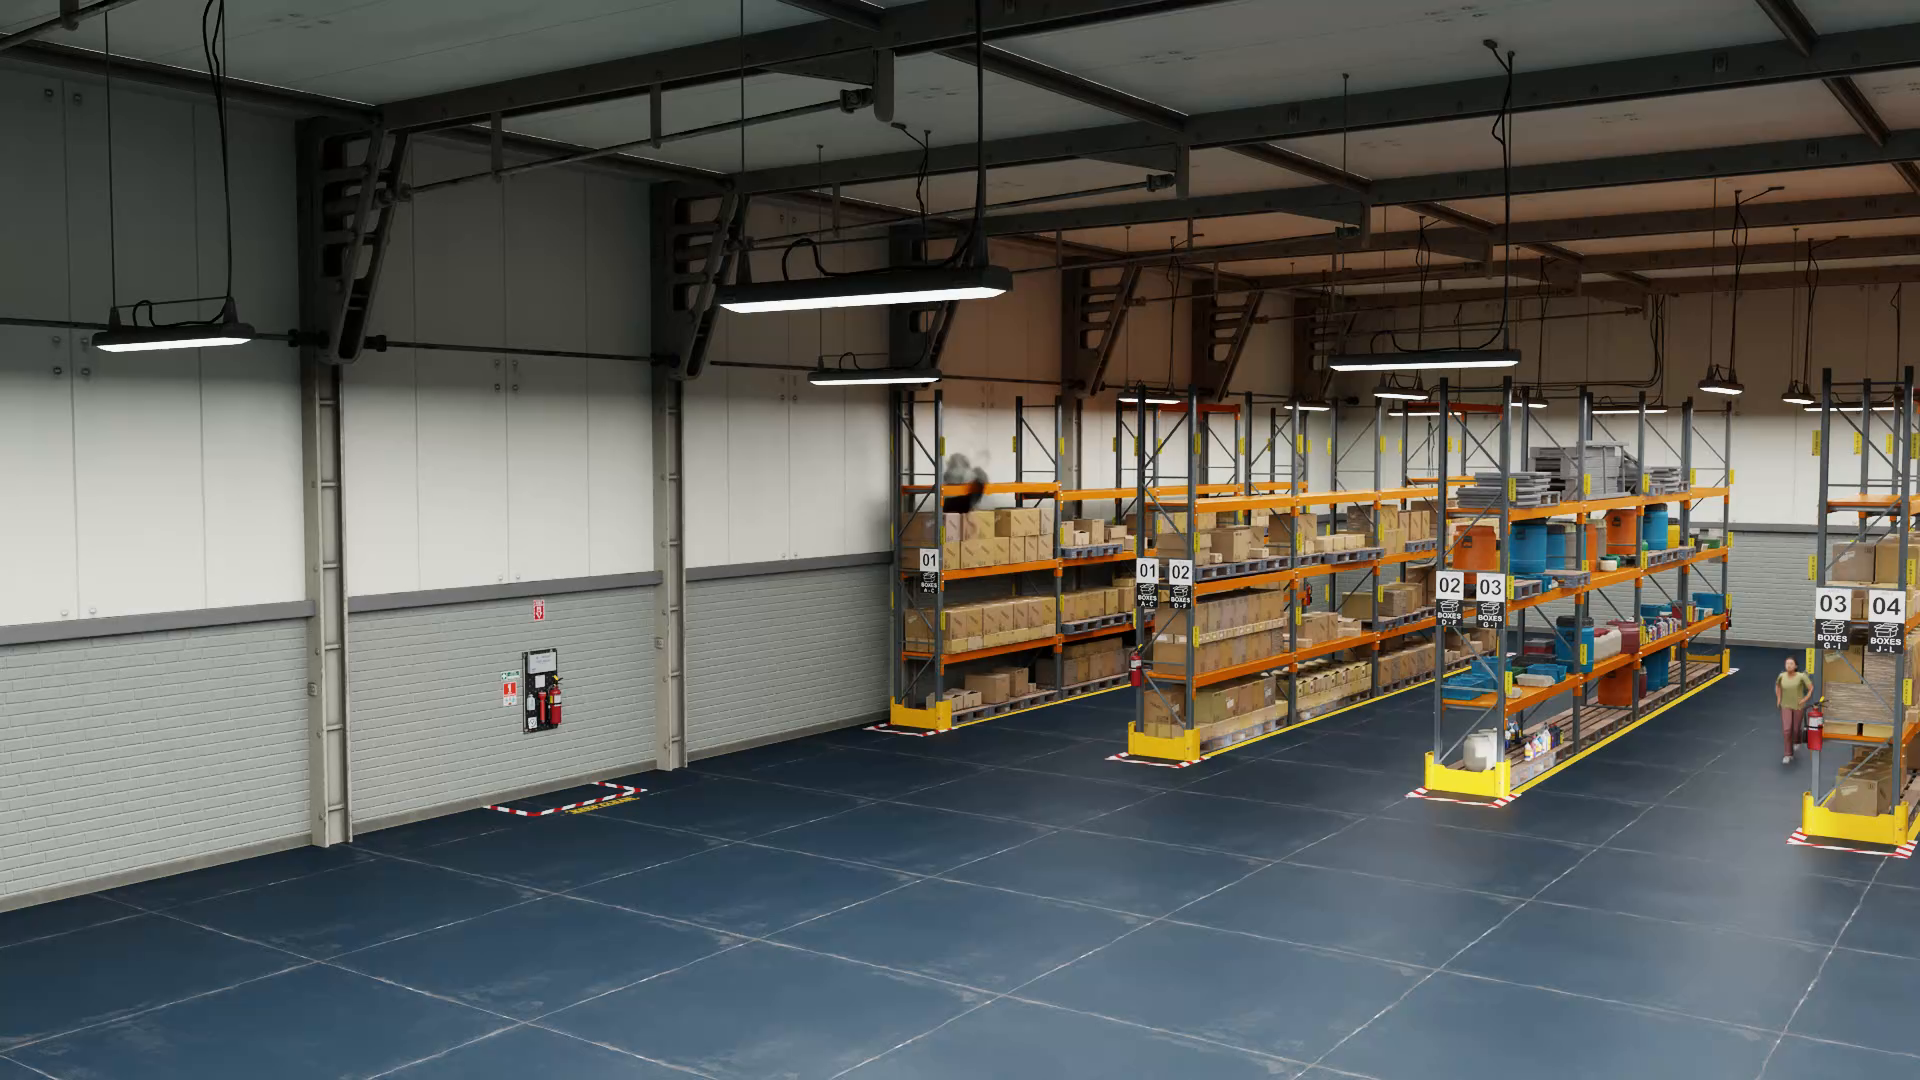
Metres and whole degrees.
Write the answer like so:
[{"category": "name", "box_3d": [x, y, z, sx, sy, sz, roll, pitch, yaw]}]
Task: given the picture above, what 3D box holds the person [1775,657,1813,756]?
[{"category": "person", "box_3d": [13.298, 2.640, 26.503, 0.577, 1.583, 0.652, 3, 4, 38]}]
